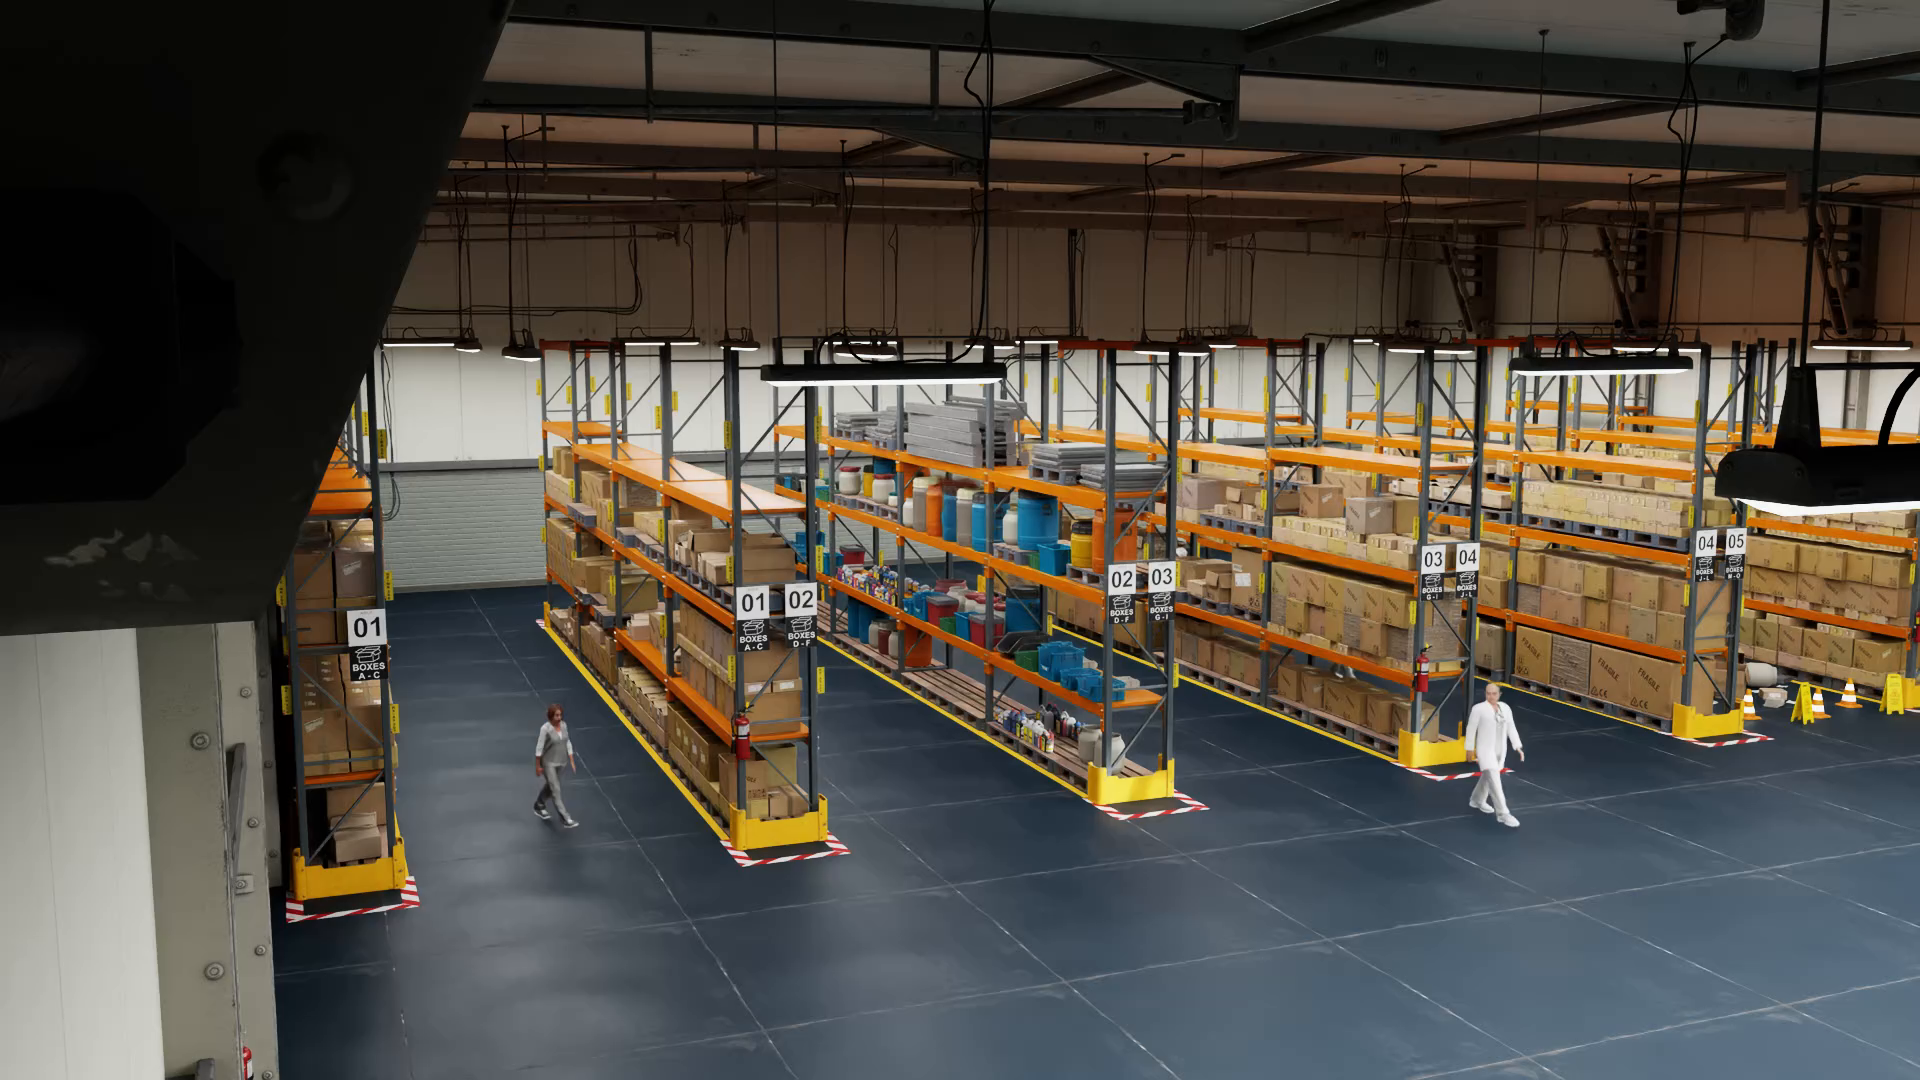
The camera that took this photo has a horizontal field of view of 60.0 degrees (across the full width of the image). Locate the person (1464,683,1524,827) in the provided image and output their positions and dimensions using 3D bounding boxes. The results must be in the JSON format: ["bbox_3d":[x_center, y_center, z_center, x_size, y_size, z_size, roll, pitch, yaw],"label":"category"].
[{"bbox_3d":[6.831,2.722,21.167,0.609,1.699,1.046,-3,8,-22],"label":"person"}]

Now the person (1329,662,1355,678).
[{"bbox_3d":[6.814,1.699,29.302,0.468,1.616,0.987,-4,8,-26],"label":"person"}]

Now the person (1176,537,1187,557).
[{"bbox_3d":[4.826,0.773,36.385,0.444,1.677,0.503,4,9,30],"label":"person"}]

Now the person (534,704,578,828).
[{"bbox_3d":[-5.079,2.828,20.962,1.003,1.536,0.436,5,9,32],"label":"person"}]
